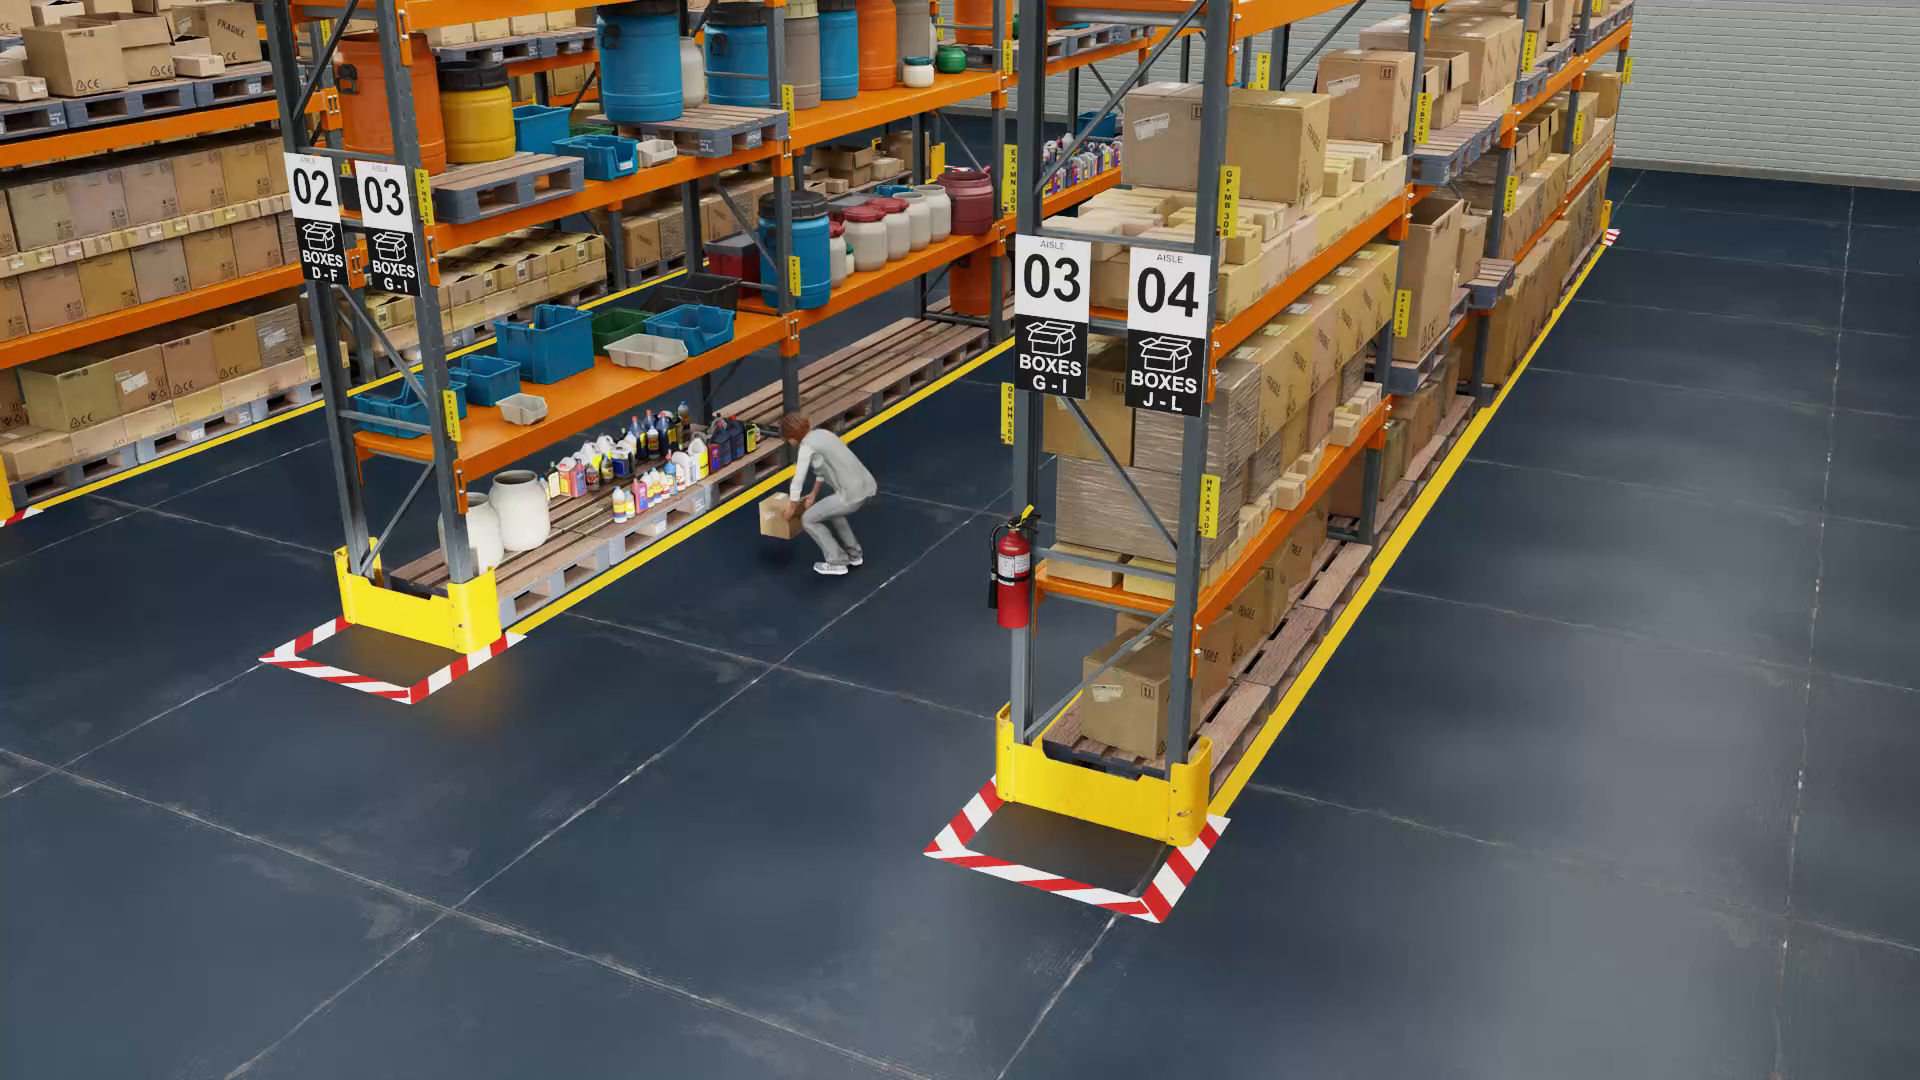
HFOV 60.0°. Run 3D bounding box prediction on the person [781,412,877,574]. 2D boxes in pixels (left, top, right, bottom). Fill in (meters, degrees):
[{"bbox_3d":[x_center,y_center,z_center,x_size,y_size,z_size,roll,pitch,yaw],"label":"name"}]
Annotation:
[{"bbox_3d":[-0.962,-0.324,12.063,0.721,1.148,0.463,11,26,25],"label":"person"}]
